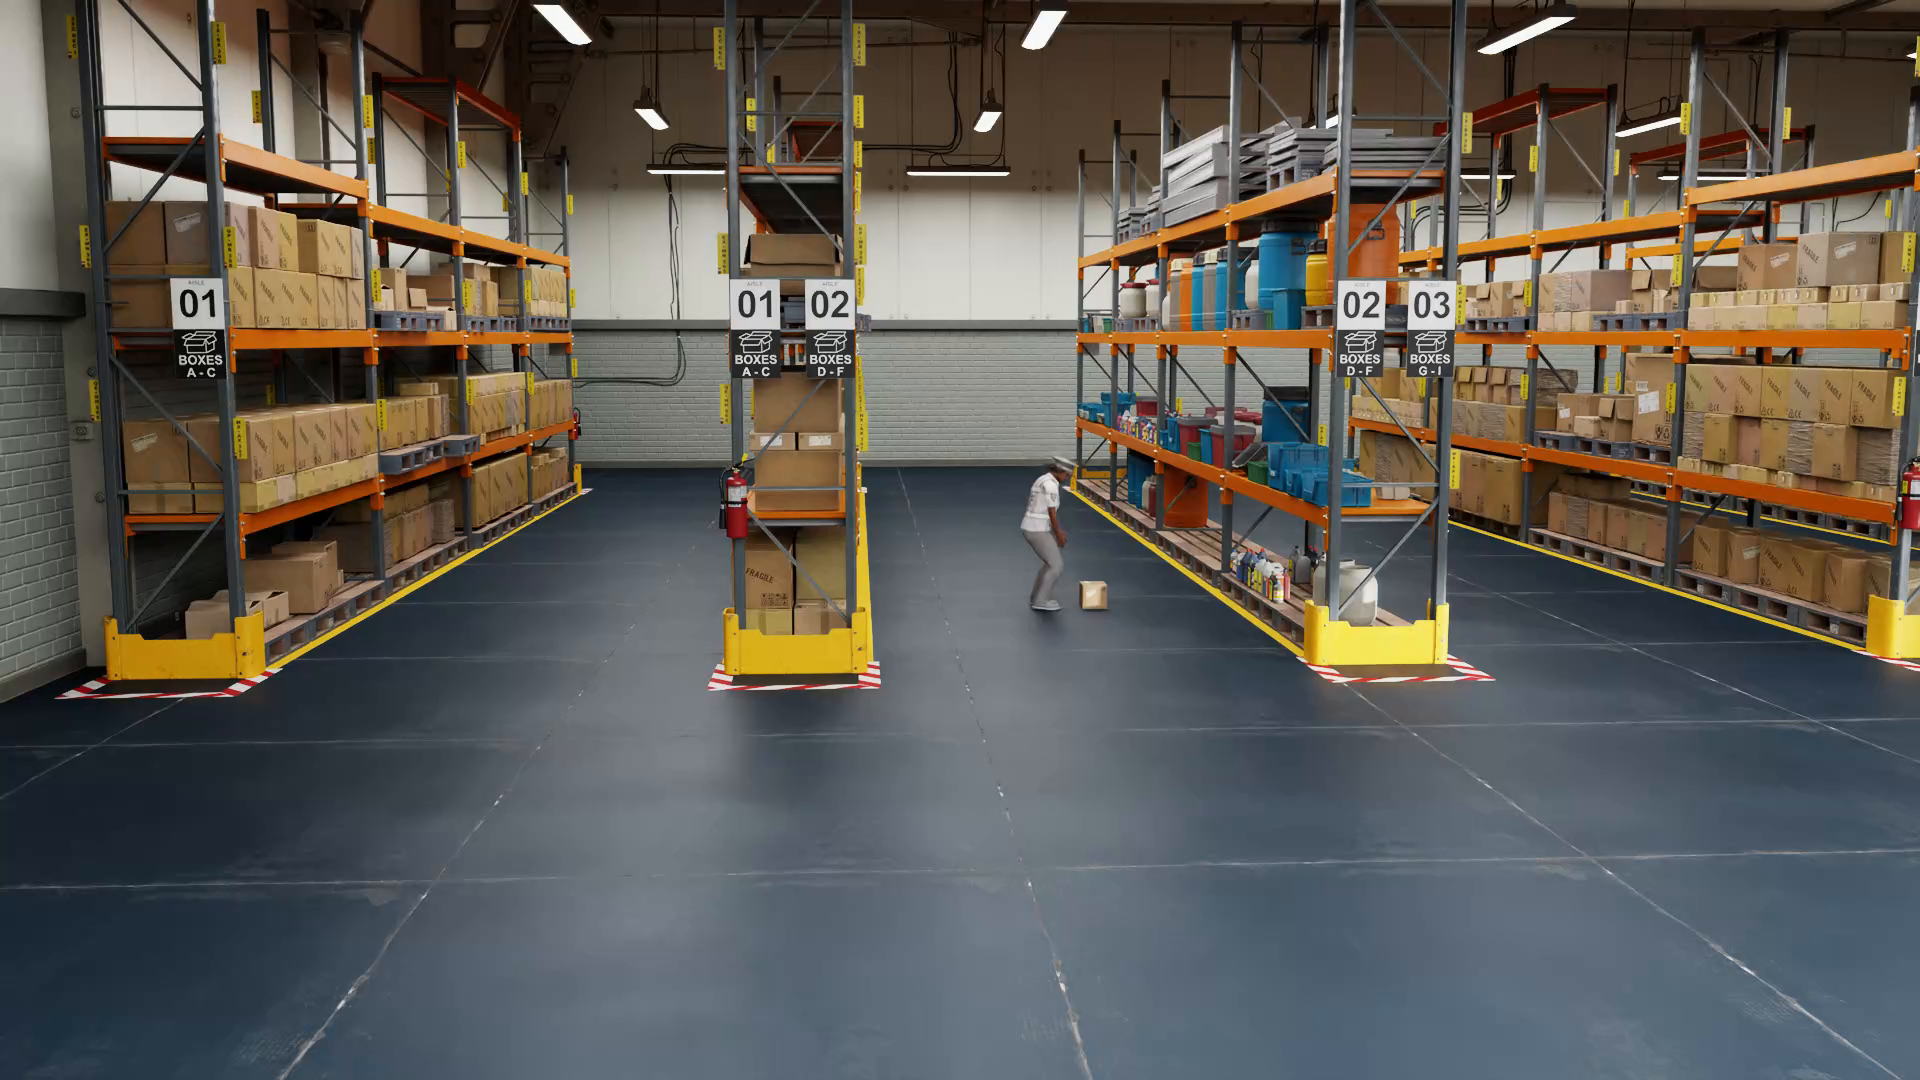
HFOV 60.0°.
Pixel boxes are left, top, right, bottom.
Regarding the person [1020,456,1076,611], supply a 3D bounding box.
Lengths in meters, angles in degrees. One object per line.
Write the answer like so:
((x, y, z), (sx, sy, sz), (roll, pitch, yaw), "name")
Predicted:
((0.896, -0.073, 16.887), (0.562, 1.546, 0.480), (0, 7, -3), "person")
